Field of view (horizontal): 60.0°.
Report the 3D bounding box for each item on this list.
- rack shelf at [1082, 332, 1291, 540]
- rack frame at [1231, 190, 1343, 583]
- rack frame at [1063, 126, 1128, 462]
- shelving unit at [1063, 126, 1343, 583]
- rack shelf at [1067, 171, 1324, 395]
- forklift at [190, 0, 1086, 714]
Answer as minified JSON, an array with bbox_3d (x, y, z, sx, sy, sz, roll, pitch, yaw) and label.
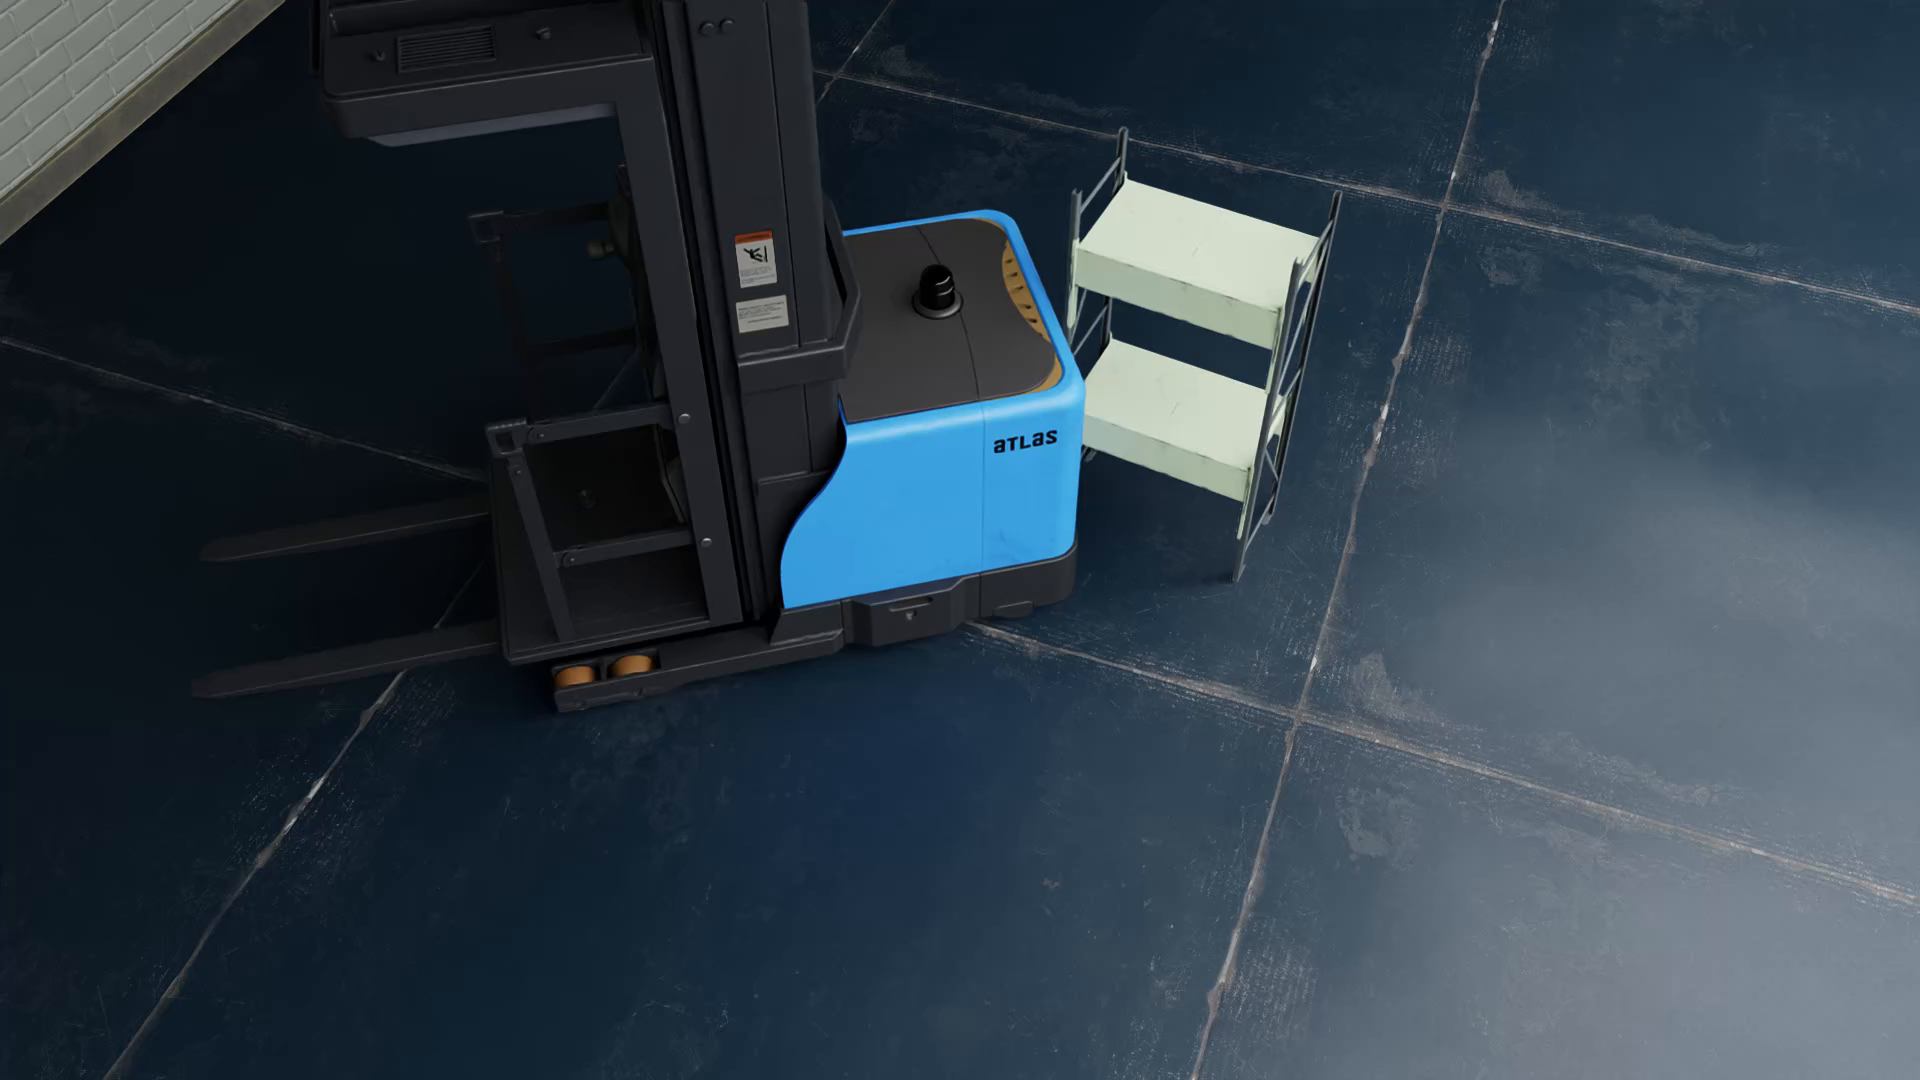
[{"bbox_3d":[0.774,-0.384,6.022,0.720,0.370,0.431,21,52,17],"label":"rack shelf"},{"bbox_3d":[1.100,-0.471,5.666,0.023,1.500,0.400,21,52,17],"label":"rack frame"},{"bbox_3d":[0.449,-0.724,5.885,0.023,1.500,0.400,21,52,17],"label":"rack frame"},{"bbox_3d":[0.774,-0.598,5.775,0.755,1.500,0.431,21,52,17],"label":"shelving unit"},{"bbox_3d":[0.774,-0.853,5.480,0.720,0.370,0.431,21,52,17],"label":"rack shelf"},{"bbox_3d":[-1.158,-0.815,5.016,3.031,2.935,1.130,-11,50,-9],"label":"forklift"}]
